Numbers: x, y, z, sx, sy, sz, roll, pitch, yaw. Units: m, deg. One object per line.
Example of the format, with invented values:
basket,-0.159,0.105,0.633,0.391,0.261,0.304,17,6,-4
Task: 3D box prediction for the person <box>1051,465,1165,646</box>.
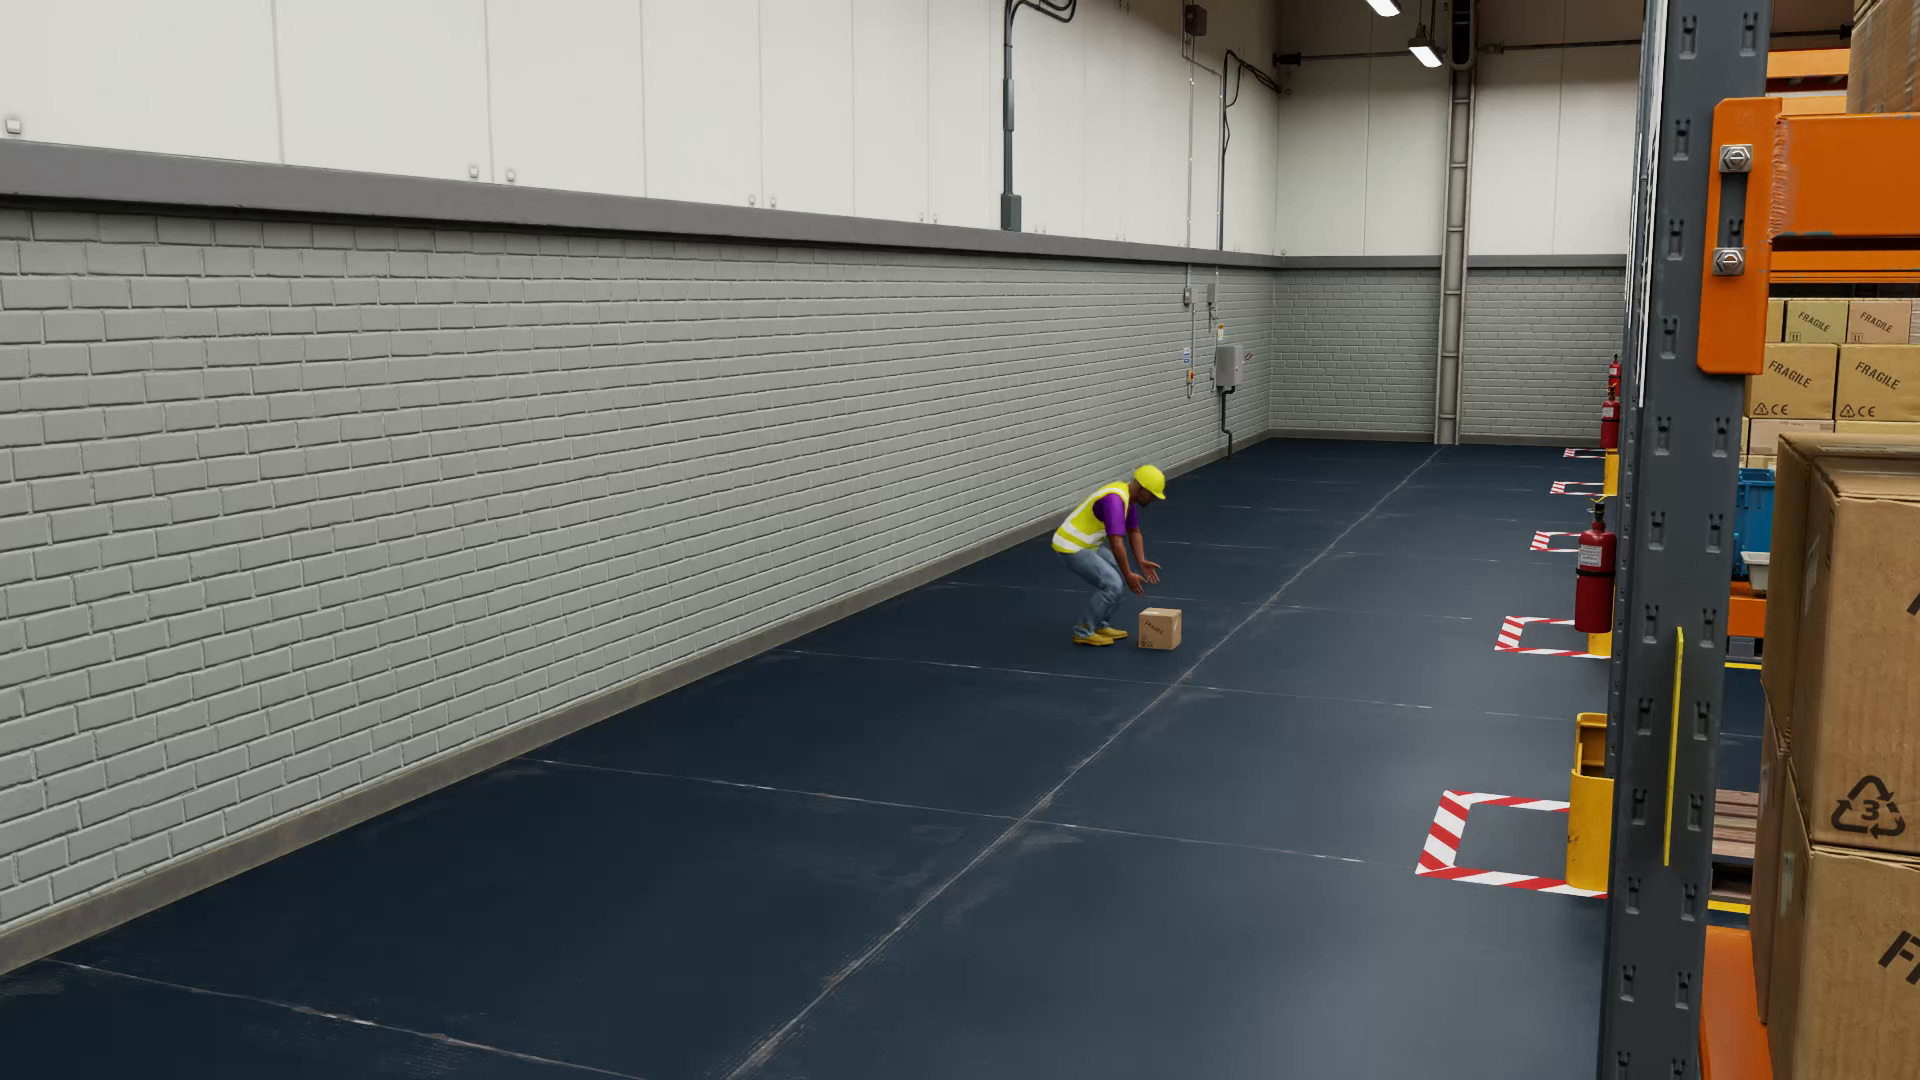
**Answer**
person,1.093,0.094,12.166,0.805,1.313,0.629,3,9,21
